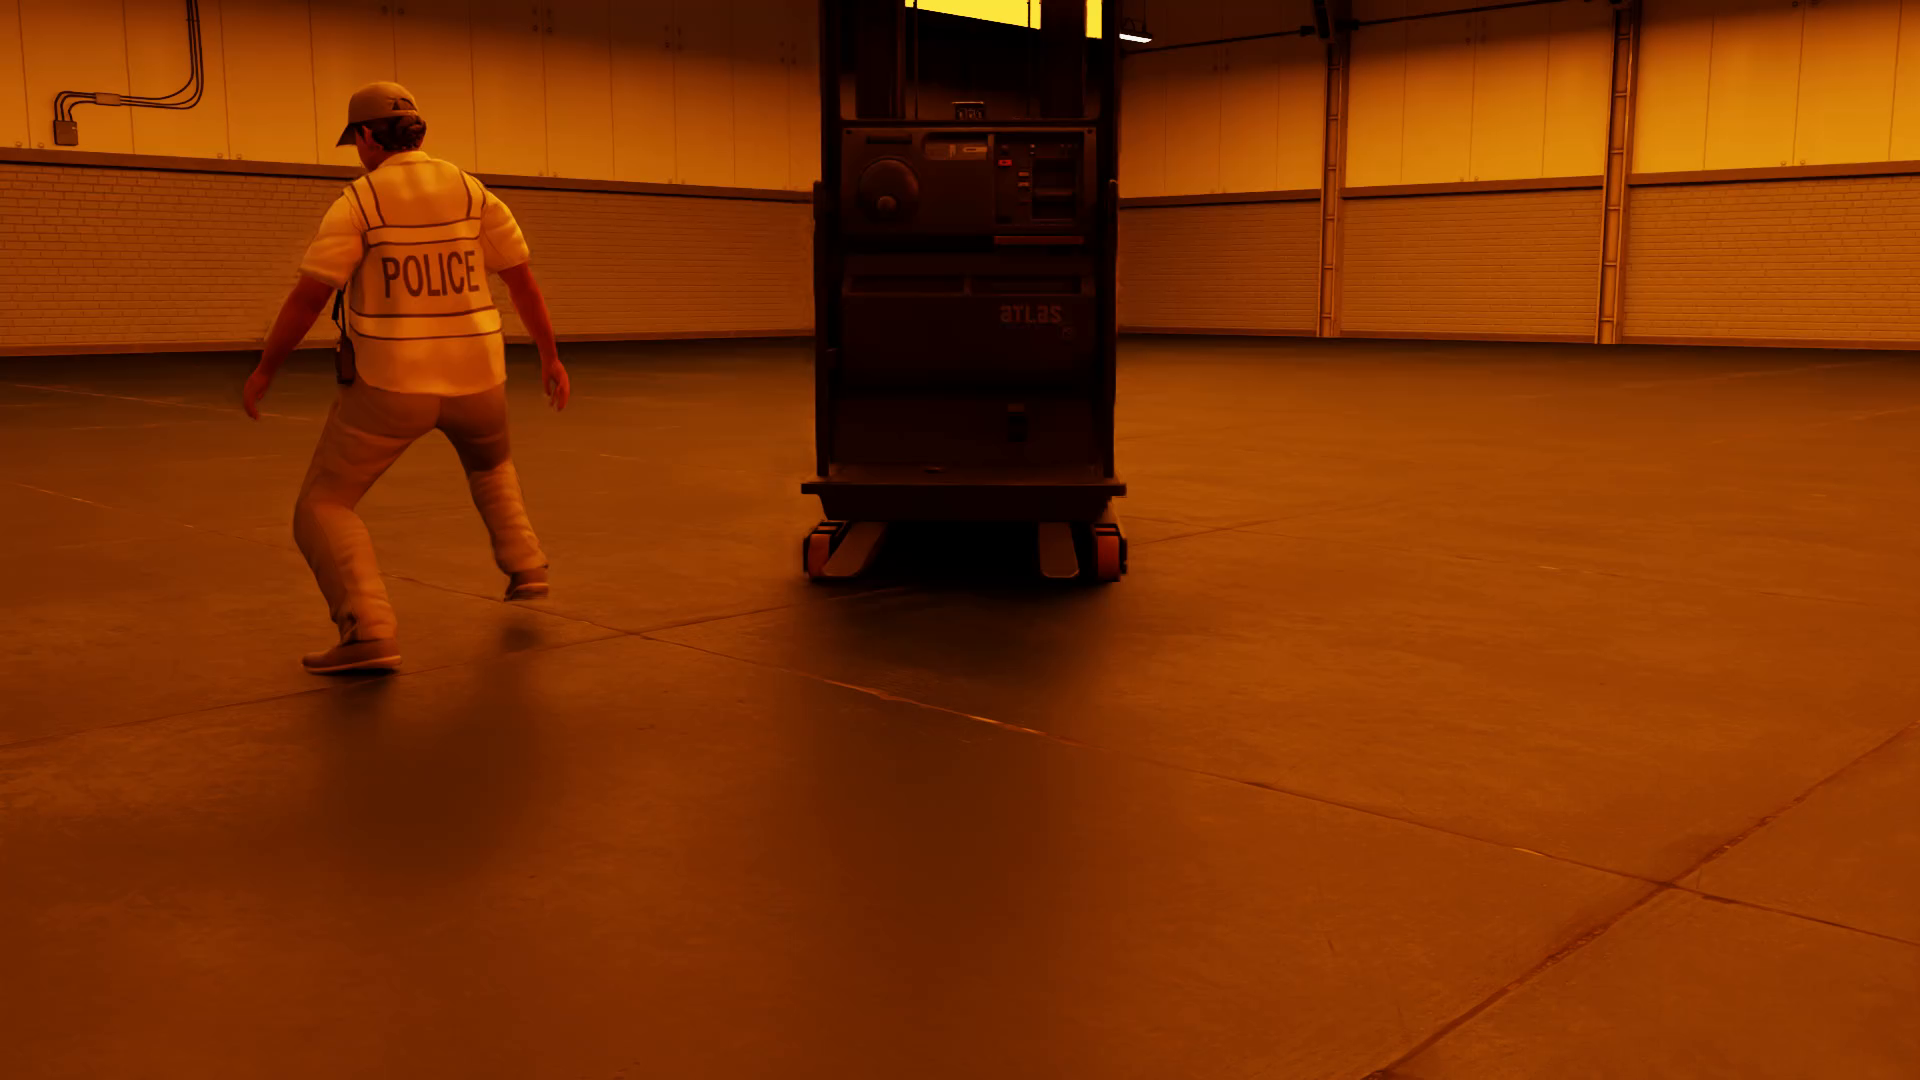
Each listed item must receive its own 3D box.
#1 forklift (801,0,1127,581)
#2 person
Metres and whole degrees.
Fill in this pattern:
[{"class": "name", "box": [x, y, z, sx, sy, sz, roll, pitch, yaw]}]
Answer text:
[{"class": "forklift", "box": [0.026, -1.353, 5.857, 1.130, 2.935, 3.031, 0, 9, 2]}, {"class": "person", "box": [-1.506, -0.461, 4.608, 0.864, 1.570, 0.588, -6, 11, -36]}]
